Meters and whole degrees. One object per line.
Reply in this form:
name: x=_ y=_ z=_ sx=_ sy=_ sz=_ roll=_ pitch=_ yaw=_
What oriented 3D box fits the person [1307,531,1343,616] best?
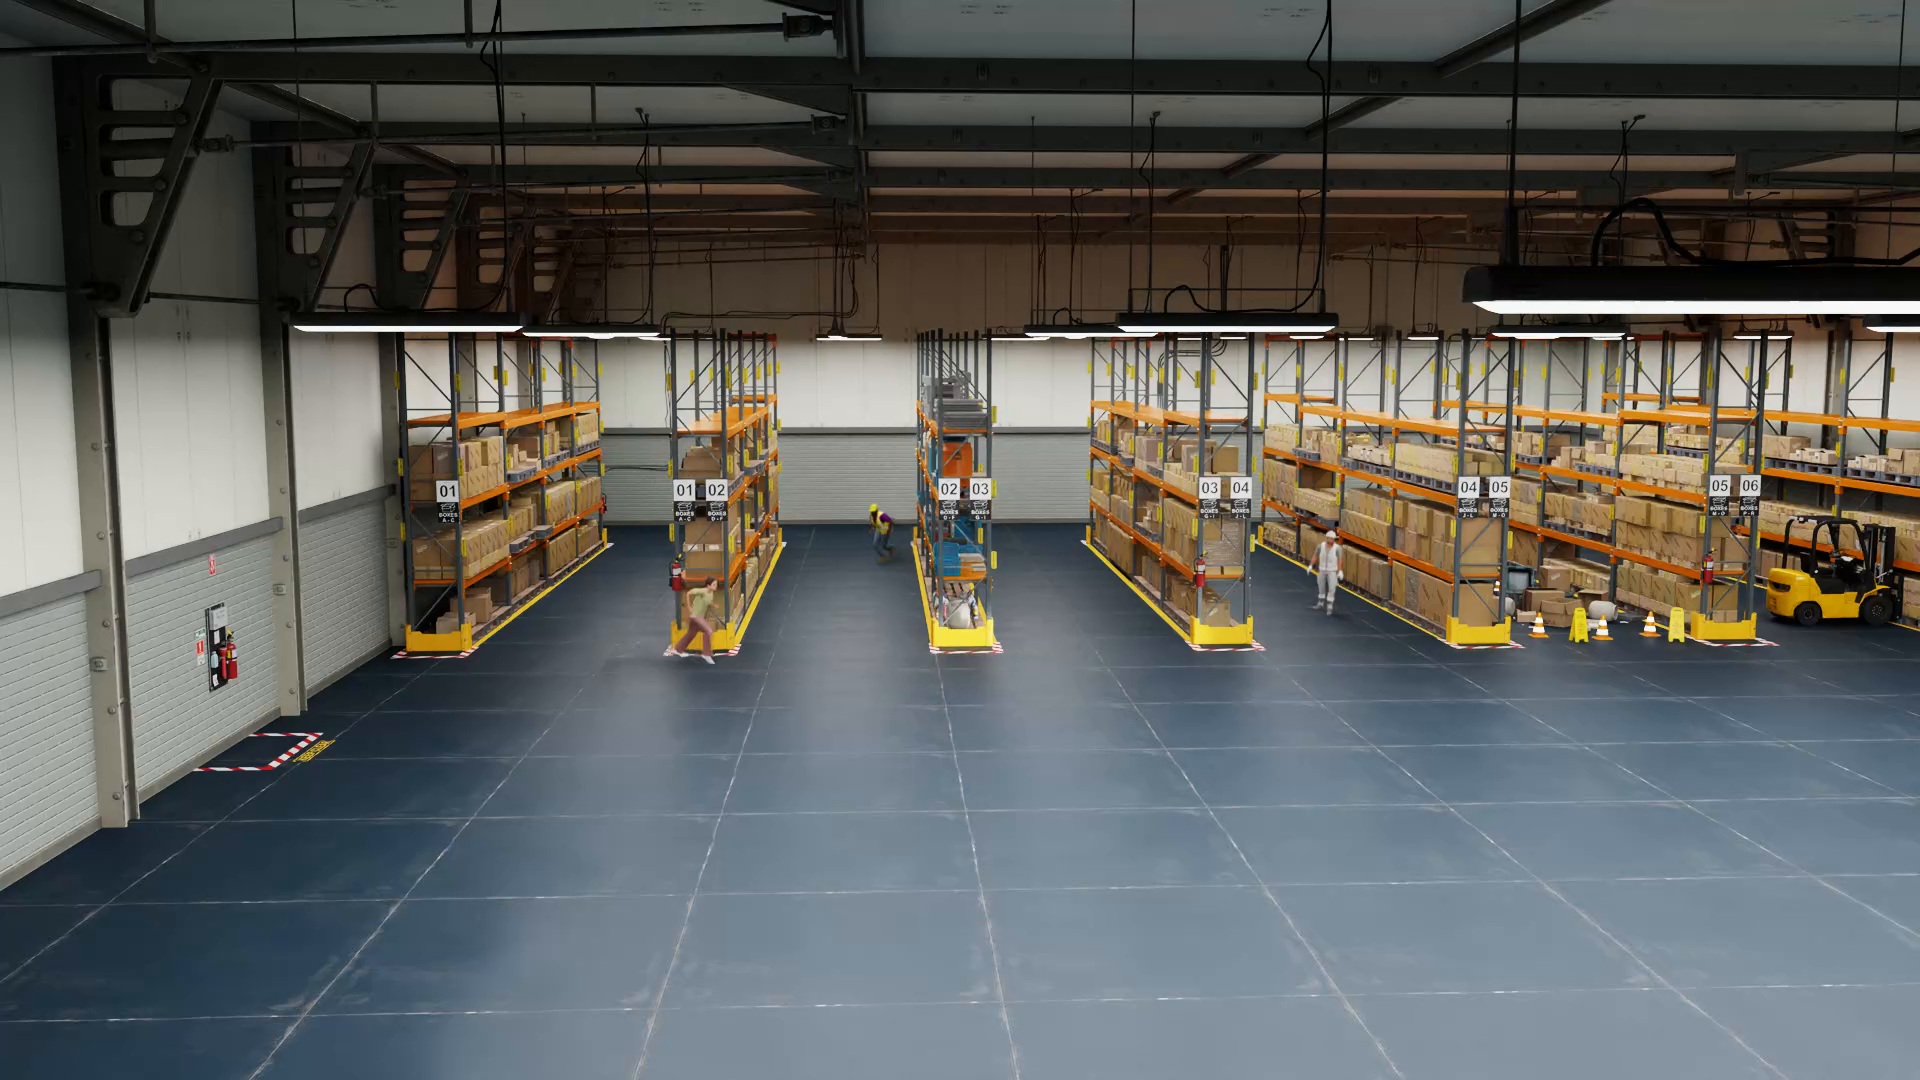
person: x=7.794 y=0.677 z=35.464 sx=0.735 sy=1.778 sz=0.766 roll=3 pitch=8 yaw=26

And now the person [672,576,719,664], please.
person: x=-4.781 y=1.446 z=29.921 sx=0.944 sy=1.620 sz=0.623 roll=3 pitch=7 yaw=22

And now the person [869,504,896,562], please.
person: x=-2.024 y=-0.193 z=43.730 sx=0.711 sy=1.559 sz=1.060 roll=5 pitch=8 yaw=36
